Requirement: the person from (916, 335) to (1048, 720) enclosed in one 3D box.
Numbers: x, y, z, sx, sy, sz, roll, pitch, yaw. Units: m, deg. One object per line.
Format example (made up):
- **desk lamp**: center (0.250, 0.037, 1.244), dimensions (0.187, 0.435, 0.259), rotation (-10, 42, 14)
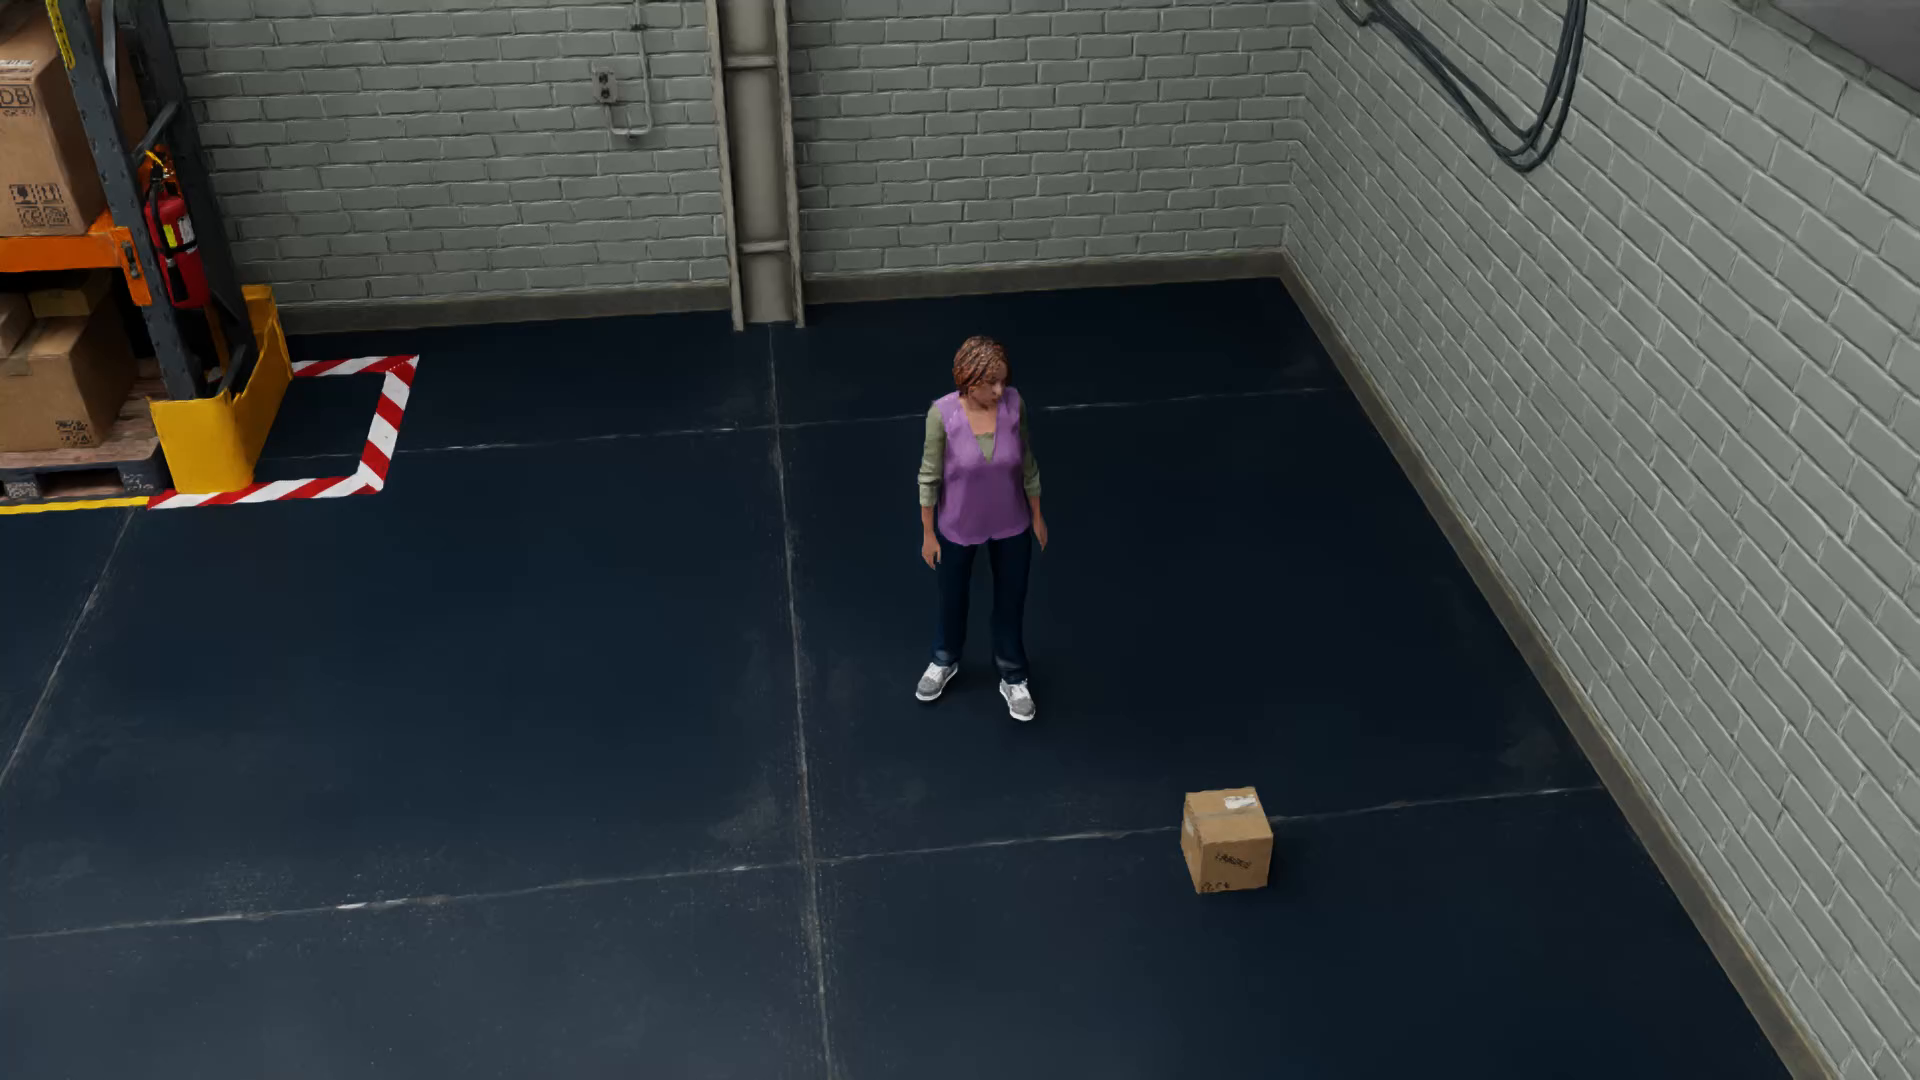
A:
- **person**: center (0.082, -0.029, 6.154), dimensions (0.511, 1.594, 0.456), rotation (-6, 36, -9)
